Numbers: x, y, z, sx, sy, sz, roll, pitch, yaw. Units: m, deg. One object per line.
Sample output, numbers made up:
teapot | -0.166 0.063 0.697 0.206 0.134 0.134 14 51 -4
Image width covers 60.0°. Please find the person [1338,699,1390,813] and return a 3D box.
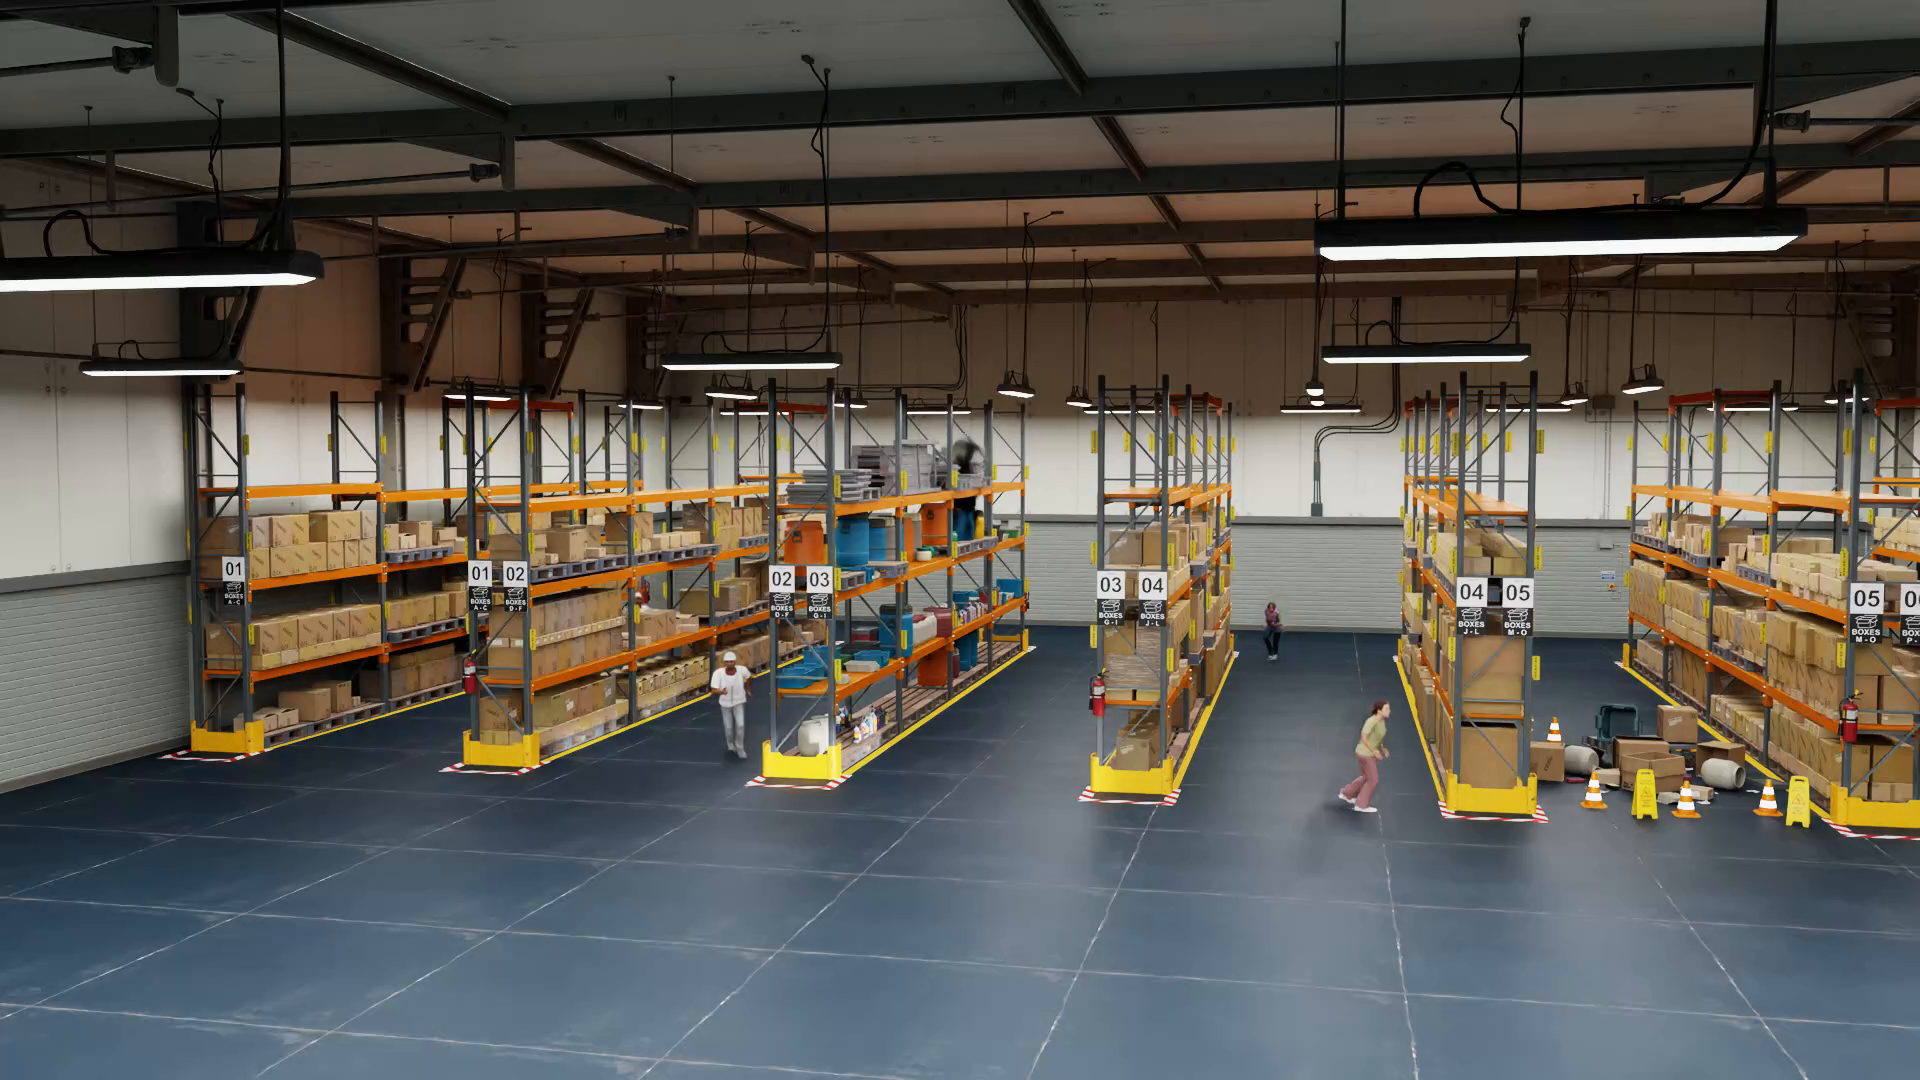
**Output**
person | 5.495 2.923 22.654 0.767 1.574 0.570 2 4 32

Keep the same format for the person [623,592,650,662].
person | -7.059 2.040 36.274 0.675 1.793 0.709 0 3 0

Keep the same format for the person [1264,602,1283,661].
person | 7.251 2.083 38.377 0.544 1.384 1.046 2 4 27

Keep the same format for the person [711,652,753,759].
person | -3.638 2.620 26.570 0.656 1.709 0.958 0 3 -4
